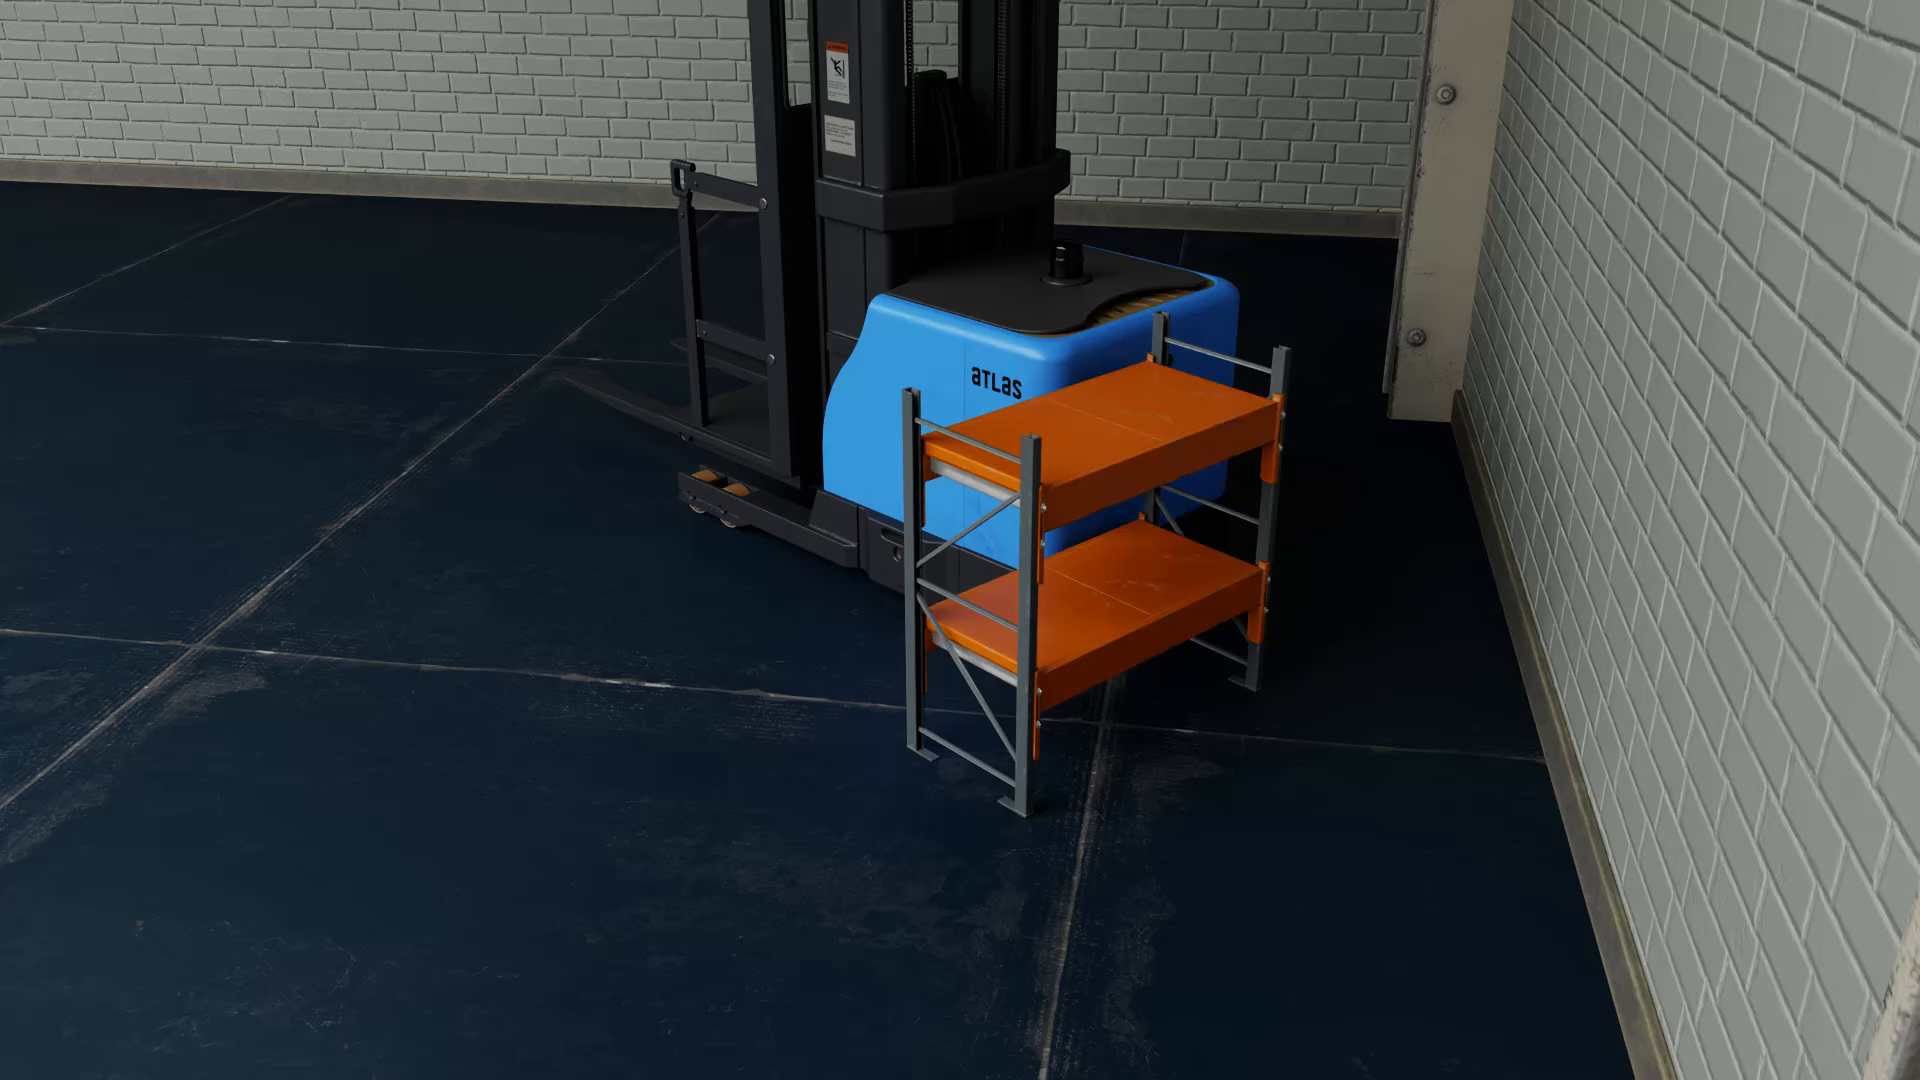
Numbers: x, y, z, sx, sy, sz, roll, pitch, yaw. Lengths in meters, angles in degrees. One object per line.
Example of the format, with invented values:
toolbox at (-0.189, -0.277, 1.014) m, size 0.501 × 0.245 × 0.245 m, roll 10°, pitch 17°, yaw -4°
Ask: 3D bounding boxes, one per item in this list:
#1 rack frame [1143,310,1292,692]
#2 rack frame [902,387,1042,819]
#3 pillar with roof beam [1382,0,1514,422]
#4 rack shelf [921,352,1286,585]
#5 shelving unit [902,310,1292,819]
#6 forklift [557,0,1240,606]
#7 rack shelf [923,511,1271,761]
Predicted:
rack frame at (0.771, -0.113, 5.164) m, size 0.032 × 1.125 × 0.500 m, roll -21°, pitch 32°, yaw -38°
rack frame at (0.024, 0.179, 4.540) m, size 0.032 × 1.125 × 0.500 m, roll -21°, pitch 32°, yaw -38°
pillar with roof beam at (-2.158, -4.987, 6.290) m, size 9.100 × 9.000 × 0.400 m, roll 4°, pitch 25°, yaw 9°
rack shelf at (0.397, -0.232, 4.728) m, size 1.000 × 0.278 × 0.538 m, roll -21°, pitch 32°, yaw -38°
shelving unit at (0.397, 0.033, 4.852) m, size 1.048 × 1.125 × 0.538 m, roll -21°, pitch 32°, yaw -38°
forklift at (-0.451, -1.513, 6.026) m, size 3.031 × 2.935 × 1.130 m, roll 22°, pitch 33°, yaw 39°
rack shelf at (0.397, 0.255, 4.956) m, size 1.000 × 0.278 × 0.538 m, roll -21°, pitch 32°, yaw -38°
